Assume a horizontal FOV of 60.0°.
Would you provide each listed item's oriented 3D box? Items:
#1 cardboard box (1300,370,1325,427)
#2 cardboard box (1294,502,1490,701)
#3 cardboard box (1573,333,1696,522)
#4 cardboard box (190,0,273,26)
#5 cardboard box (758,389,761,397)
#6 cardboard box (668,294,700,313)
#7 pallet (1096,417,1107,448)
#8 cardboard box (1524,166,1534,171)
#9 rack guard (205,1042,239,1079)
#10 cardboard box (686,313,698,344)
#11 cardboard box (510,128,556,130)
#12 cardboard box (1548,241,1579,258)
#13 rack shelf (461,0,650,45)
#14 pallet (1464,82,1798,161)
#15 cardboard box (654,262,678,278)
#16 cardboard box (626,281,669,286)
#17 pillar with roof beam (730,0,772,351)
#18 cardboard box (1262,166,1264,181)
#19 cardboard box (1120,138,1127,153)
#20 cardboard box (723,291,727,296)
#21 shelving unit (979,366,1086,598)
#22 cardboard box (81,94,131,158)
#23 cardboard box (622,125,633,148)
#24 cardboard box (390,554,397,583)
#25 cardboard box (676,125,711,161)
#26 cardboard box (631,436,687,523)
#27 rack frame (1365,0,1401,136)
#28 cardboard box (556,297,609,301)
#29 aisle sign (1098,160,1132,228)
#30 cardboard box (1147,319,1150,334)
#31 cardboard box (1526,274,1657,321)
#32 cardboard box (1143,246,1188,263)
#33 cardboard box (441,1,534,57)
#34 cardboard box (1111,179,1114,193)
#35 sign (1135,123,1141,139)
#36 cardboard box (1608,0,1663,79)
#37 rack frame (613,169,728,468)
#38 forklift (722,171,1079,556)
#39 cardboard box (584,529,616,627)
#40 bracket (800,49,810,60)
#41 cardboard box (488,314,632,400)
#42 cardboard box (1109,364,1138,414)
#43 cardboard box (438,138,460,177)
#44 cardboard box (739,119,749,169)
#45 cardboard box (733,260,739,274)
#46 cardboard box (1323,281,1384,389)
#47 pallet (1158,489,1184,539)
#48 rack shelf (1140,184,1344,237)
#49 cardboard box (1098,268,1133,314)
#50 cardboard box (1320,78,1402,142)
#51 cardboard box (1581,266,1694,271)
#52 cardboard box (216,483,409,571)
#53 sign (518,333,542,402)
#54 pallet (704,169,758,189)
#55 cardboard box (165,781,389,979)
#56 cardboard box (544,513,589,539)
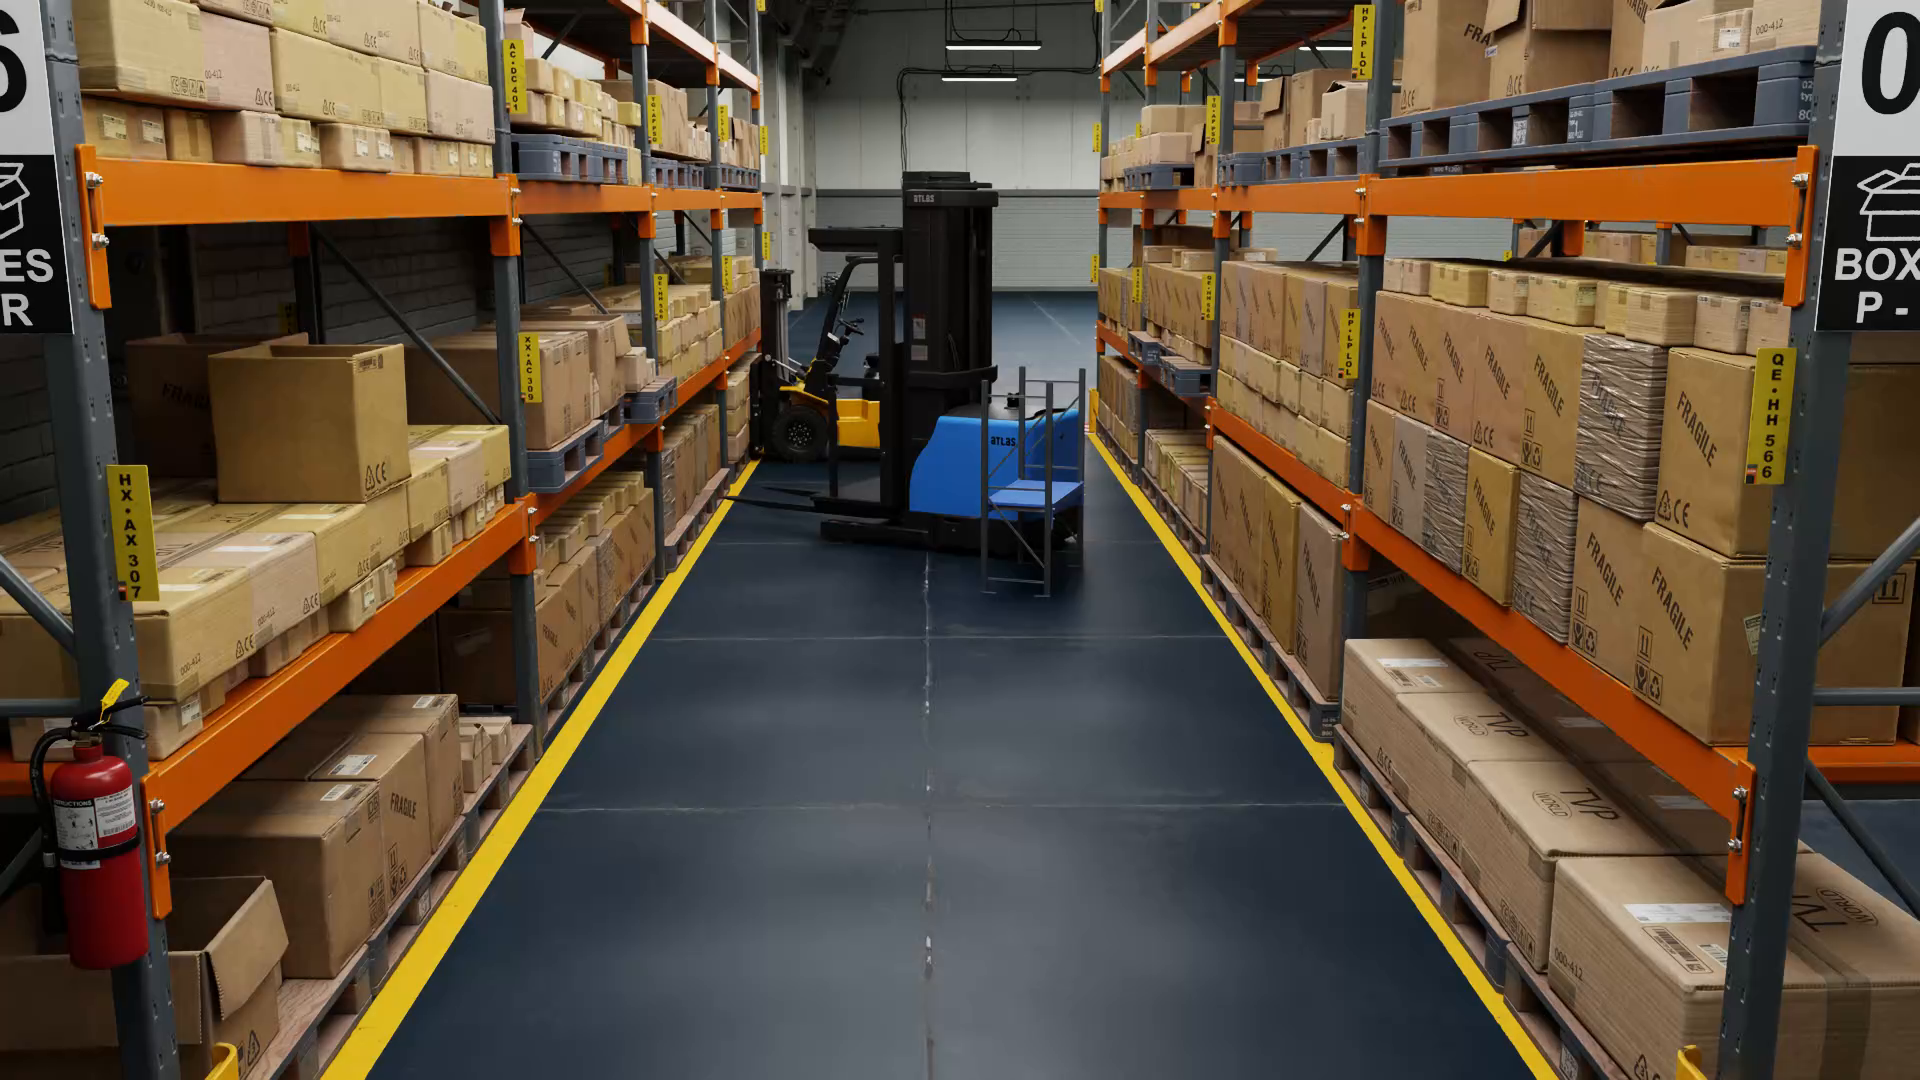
[{"bbox_3d":[2.121,-0.762,8.890,0.500,0.250,0.500,0,11,0],"label":"cardboard box"},{"bbox_3d":[2.298,0.308,8.783,0.875,0.875,0.875,0,11,1],"label":"cardboard box"},{"bbox_3d":[2.185,-0.347,4.958,0.500,0.500,0.500,0,11,-1],"label":"cardboard box"},{"bbox_3d":[-2.239,-1.566,4.560,0.500,0.250,0.500,0,11,-2],"label":"cardboard box"},{"bbox_3d":[-2.466,-1.574,18.376,0.500,0.250,0.500,0,11,-2],"label":"cardboard box"},{"bbox_3d":[-2.369,-1.967,13.828,0.380,0.149,0.250,-1,11,-3],"label":"cardboard box"},{"bbox_3d":[2.126,-1.246,19.172,1.003,0.211,1.213,0,11,-1],"label":"pallet"},{"bbox_3d":[6.776,-4.362,19.298,0.380,0.149,0.250,0,11,-1],"label":"cardboard box"},{"bbox_3d":[-2.491,1.622,4.307,1.175,0.500,0.348,0,11,-1],"label":"rack guard"},{"bbox_3d":[-2.457,-1.744,13.732,0.500,0.250,0.500,0,11,0],"label":"cardboard box"},{"bbox_3d":[-2.254,-2.148,8.380,0.380,0.149,0.250,0,11,-1],"label":"cardboard box"},{"bbox_3d":[7.038,-3.138,18.390,0.875,0.550,0.550,0,11,-1],"label":"cardboard box"},{"bbox_3d":[-2.613,-3.172,9.378,1.077,0.370,4.000,0,11,-1],"label":"rack shelf"},{"bbox_3d":[2.419,-1.426,5.724,1.003,0.211,1.213,0,11,-1],"label":"pallet"},{"bbox_3d":[-3.082,-2.752,16.949,0.380,0.149,0.250,0,11,-2],"label":"cardboard box"},{"bbox_3d":[-3.001,-2.403,15.978,0.380,0.149,0.250,0,11,-1],"label":"cardboard box"},{"bbox_3d":[0.349,-7.970,30.210,9.100,9.000,0.548,0,11,-1],"label":"pillar with roof beam"},{"bbox_3d":[2.091,-2.608,11.958,0.380,0.149,0.250,0,11,-1],"label":"cardboard box"},{"bbox_3d":[1.873,-4.102,17.317,0.380,0.149,0.250,0,11,0],"label":"cardboard box"},{"bbox_3d":[-2.488,-2.456,16.239,0.380,0.149,0.250,0,11,0],"label":"cardboard box"},{"bbox_3d":[0.536,-0.446,11.986,0.538,1.500,1.048,3,12,16],"label":"shelving unit"},{"bbox_3d":[-2.263,-0.999,4.028,0.380,0.149,0.250,0,11,0],"label":"cardboard box"},{"bbox_3d":[-2.407,-2.701,11.157,0.380,0.149,0.250,0,11,0],"label":"cardboard box"},{"bbox_3d":[-2.299,0.109,6.109,0.380,0.149,0.250,0,11,-1],"label":"cardboard box"},{"bbox_3d":[-2.479,-3.512,14.697,0.500,0.311,0.500,-1,11,-3],"label":"cardboard box"},{"bbox_3d":[-2.675,-0.474,13.269,0.875,0.625,0.625,0,11,1],"label":"cardboard box"},{"bbox_3d":[2.391,-3.344,7.411,1.000,3.000,0.127,0,11,-1],"label":"rack frame"},{"bbox_3d":[-3.016,-1.862,13.312,0.380,0.149,0.250,0,11,-2],"label":"cardboard box"},{"bbox_3d":[1.831,-4.075,19.562,0.394,0.787,0.004,0,11,-1],"label":"aisle sign"},{"bbox_3d":[1.921,-1.966,15.282,0.380,0.149,0.250,0,11,0],"label":"cardboard box"},{"bbox_3d":[2.198,-0.842,5.769,0.380,0.149,0.250,0,11,1],"label":"cardboard box"},{"bbox_3d":[1.881,-2.618,15.233,0.380,0.149,0.250,0,11,-1],"label":"cardboard box"},{"bbox_3d":[-2.229,-2.395,7.810,0.396,0.266,0.258,0,11,-2],"label":"cardboard box"},{"bbox_3d":[1.891,-3.965,18.645,0.380,0.149,0.250,0,11,0],"label":"cardboard box"},{"bbox_3d":[1.683,-3.714,15.478,0.100,0.325,0.005,0,11,-1],"label":"sign"},{"bbox_3d":[2.582,-1.784,5.707,0.500,0.500,0.500,0,11,0],"label":"cardboard box"},{"bbox_3d":[-2.737,-1.973,15.742,1.000,3.000,0.127,0,11,-1],"label":"rack frame"},{"bbox_3d":[-0.554,-1.496,13.563,3.031,2.935,1.130,6,13,28],"label":"forklift"},{"bbox_3d":[-2.388,0.231,10.108,0.500,0.500,0.500,-1,11,-3],"label":"cardboard box"},{"bbox_3d":[-3.839,-12.020,41.123,0.235,0.232,0.430,0,11,-1],"label":"bracket"},{"bbox_3d":[-2.436,-1.111,10.175,0.797,0.503,0.637,-1,11,-2],"label":"cardboard box"},{"bbox_3d":[1.901,-1.646,18.100,0.500,0.500,0.500,0,11,0],"label":"cardboard box"},{"bbox_3d":[-2.270,-1.558,6.781,0.380,0.149,0.250,0,11,1],"label":"cardboard box"},{"bbox_3d":[-2.646,-4.251,17.867,0.700,0.500,0.500,0,11,-1],"label":"cardboard box"},{"bbox_3d":[-2.564,-2.906,17.708,0.380,0.149,0.250,0,11,0],"label":"cardboard box"},{"bbox_3d":[2.130,-1.031,8.331,0.500,0.500,0.500,0,11,1],"label":"cardboard box"},{"bbox_3d":[2.271,-0.230,14.162,1.003,0.211,1.213,0,11,-1],"label":"pallet"},{"bbox_3d":[2.267,-2.715,13.660,1.077,0.370,4.000,0,11,-1],"label":"rack shelf"},{"bbox_3d":[1.875,-2.889,19.256,0.500,0.500,0.500,0,11,-2],"label":"cardboard box"},{"bbox_3d":[2.162,-2.211,8.536,0.500,0.311,0.500,0,11,-1],"label":"cardboard box"},{"bbox_3d":[2.672,-0.999,6.541,0.380,0.149,0.250,0,11,-2],"label":"cardboard box"},{"bbox_3d":[-2.286,-0.054,5.911,0.500,0.250,0.500,-1,11,-3],"label":"cardboard box"},{"bbox_3d":[-2.030,-0.811,7.836,0.100,0.325,0.005,0,11,-1],"label":"sign"},{"bbox_3d":[-2.831,-4.055,18.679,1.003,0.211,1.213,0,11,-1],"label":"pallet"},{"bbox_3d":[-2.386,1.139,5.631,0.700,0.500,0.500,0,11,1],"label":"cardboard box"},{"bbox_3d":[-2.438,-0.067,9.945,0.380,0.149,0.250,0,11,-1],"label":"cardboard box"}]
